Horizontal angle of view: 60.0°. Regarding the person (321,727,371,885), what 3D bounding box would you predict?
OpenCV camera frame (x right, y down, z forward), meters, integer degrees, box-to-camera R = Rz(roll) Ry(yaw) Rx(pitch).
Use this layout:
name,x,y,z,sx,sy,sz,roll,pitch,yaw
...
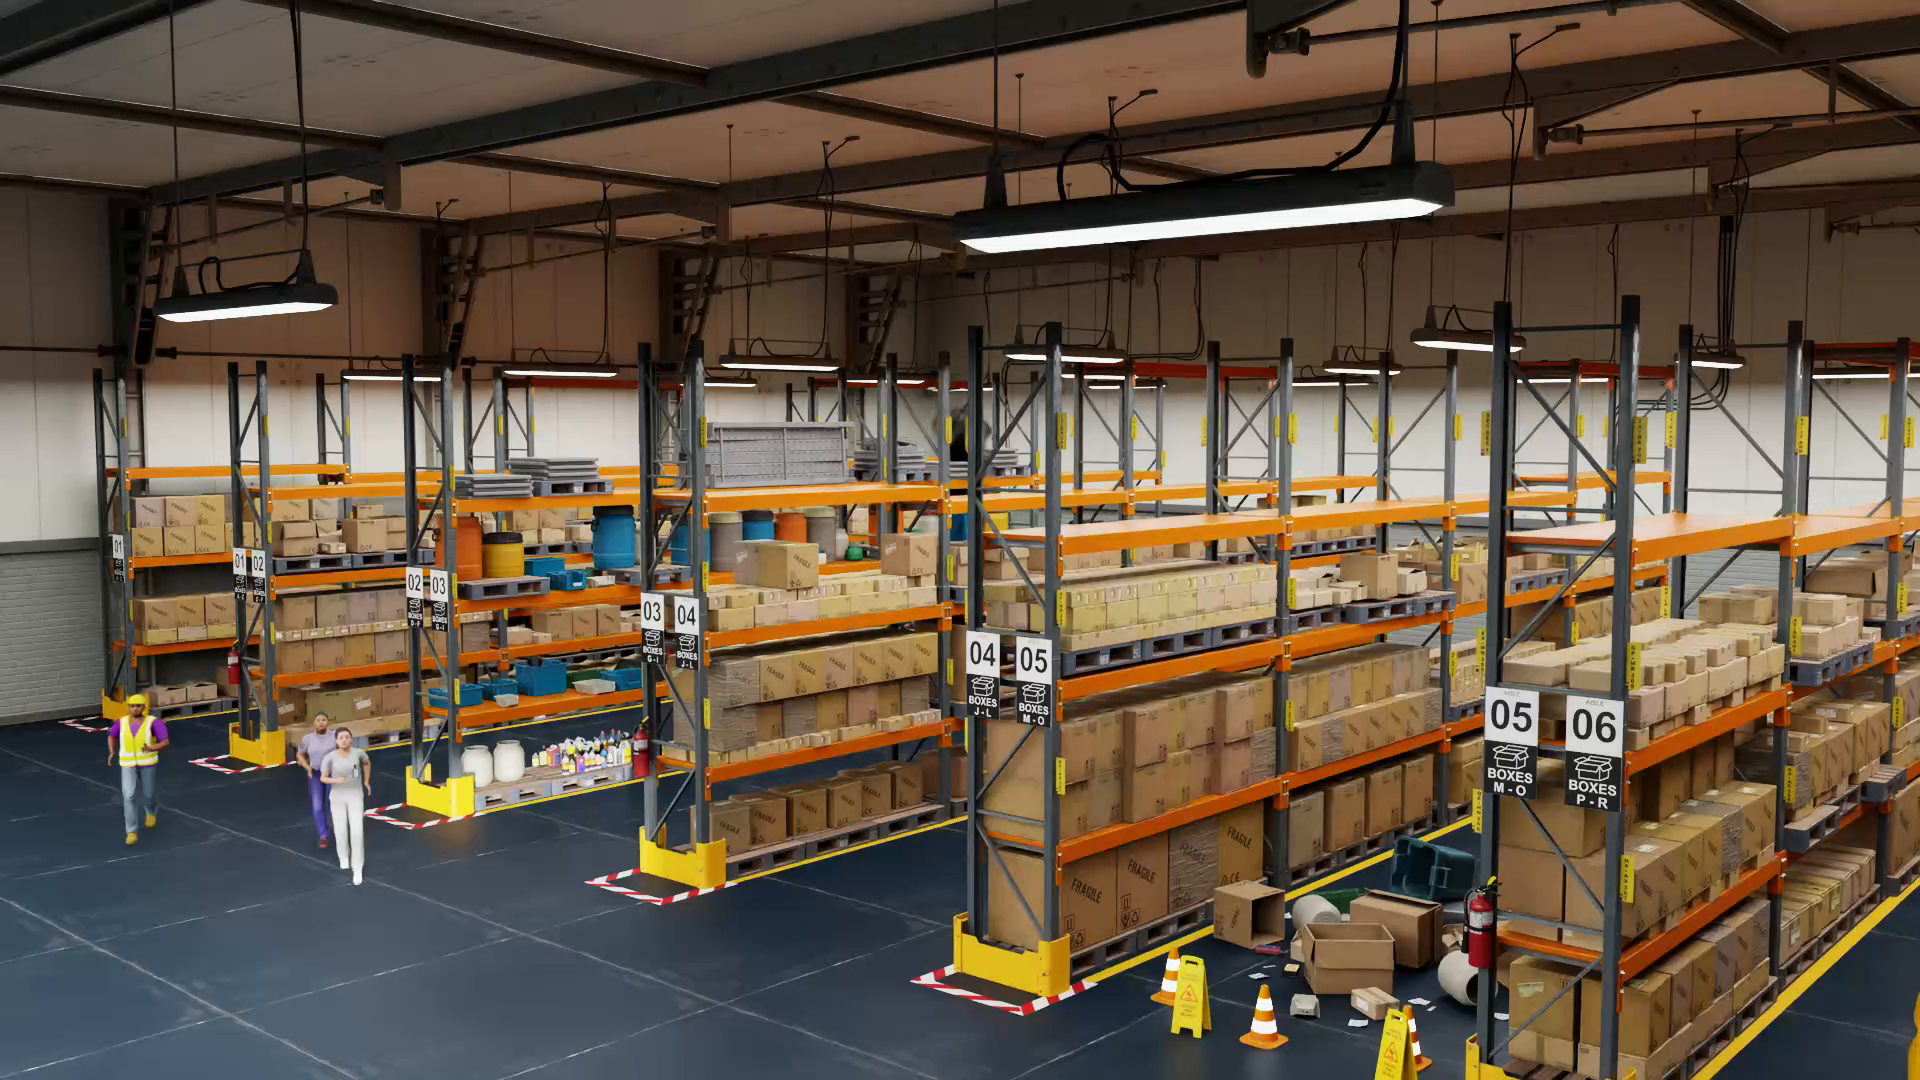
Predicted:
name,x,y,z,sx,sy,sz,roll,pitch,yaw
person,-6.895,2.947,18.695,0.535,1.717,0.781,-2,4,-20

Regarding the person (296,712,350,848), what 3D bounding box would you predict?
name,x,y,z,sx,sy,sz,roll,pitch,yaw
person,-7.721,2.877,20.199,0.630,1.611,0.651,-1,4,-15

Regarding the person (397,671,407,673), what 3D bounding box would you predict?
name,x,y,z,sx,sy,sz,roll,pitch,yaw
person,-9.501,2.181,28.642,0.676,1.746,0.886,3,5,37

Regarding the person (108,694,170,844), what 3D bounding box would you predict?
name,x,y,z,sx,sy,sz,roll,pitch,yaw
person,-10.055,2.741,20.349,0.717,1.711,0.953,-1,4,-19
